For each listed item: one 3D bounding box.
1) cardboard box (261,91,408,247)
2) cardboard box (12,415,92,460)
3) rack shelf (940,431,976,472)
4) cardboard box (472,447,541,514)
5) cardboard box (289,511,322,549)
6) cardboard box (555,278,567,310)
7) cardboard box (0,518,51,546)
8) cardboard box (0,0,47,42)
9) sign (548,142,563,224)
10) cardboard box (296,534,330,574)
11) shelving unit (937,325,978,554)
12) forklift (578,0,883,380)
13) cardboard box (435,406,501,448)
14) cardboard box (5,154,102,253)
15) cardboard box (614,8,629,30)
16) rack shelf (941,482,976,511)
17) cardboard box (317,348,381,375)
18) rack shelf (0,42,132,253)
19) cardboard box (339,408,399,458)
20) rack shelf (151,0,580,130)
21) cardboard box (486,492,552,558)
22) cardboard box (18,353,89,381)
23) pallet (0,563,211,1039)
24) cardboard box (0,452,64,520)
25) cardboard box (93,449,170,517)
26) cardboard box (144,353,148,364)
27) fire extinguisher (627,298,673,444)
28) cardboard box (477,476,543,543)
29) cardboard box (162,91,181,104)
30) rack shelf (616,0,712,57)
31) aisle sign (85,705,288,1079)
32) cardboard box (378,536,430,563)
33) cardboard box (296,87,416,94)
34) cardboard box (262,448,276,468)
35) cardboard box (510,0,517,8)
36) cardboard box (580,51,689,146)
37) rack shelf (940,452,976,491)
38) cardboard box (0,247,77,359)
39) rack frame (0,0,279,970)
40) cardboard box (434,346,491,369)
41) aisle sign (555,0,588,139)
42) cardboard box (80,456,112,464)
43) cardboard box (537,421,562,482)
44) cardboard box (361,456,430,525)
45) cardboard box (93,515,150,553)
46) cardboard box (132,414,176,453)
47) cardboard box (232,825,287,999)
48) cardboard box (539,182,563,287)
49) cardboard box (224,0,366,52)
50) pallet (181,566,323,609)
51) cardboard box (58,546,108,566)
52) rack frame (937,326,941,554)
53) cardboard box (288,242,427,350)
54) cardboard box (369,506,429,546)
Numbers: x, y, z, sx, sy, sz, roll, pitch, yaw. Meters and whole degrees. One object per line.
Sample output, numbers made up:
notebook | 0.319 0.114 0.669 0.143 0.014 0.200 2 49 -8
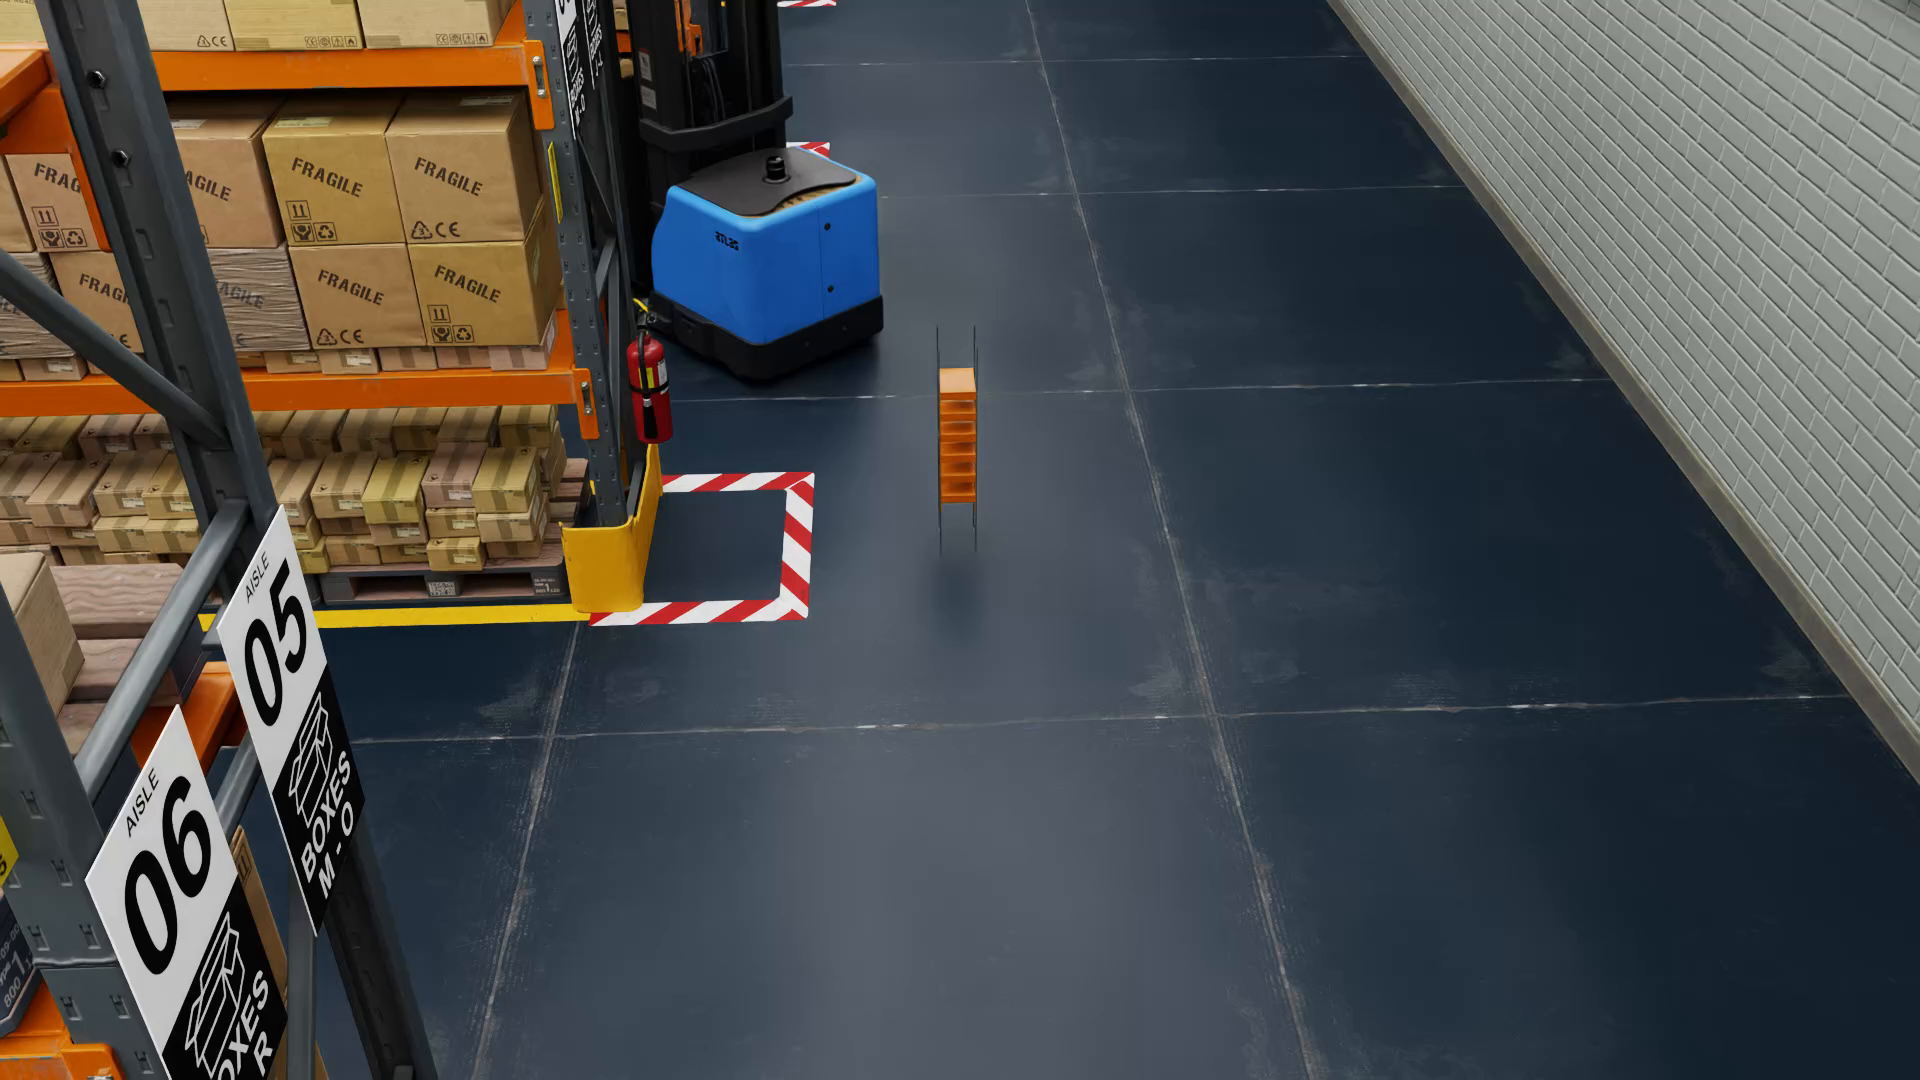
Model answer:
cardboard box | -2.656 -1.616 7.222 0.500 0.500 0.500 -3 35 -4
cardboard box | -4.592 -0.507 8.460 0.250 0.149 0.380 0 35 -1
rack shelf | -0.014 -0.456 8.433 0.180 0.103 0.258 -2 35 -2
cardboard box | -2.221 -0.296 8.155 0.250 0.149 0.380 -1 35 -2
cardboard box | -3.253 -0.119 8.161 0.250 0.149 0.380 -1 35 -2
cardboard box | -2.043 -1.283 8.189 0.250 0.149 0.380 -2 35 -3
cardboard box | -4.562 -0.142 8.195 0.250 0.149 0.380 -3 35 -5
cardboard box | -3.682 -2.169 6.744 0.500 0.250 0.500 0 35 0
sign | -1.698 -1.499 6.985 0.005 0.325 0.100 -2 35 -2
cardboard box | -3.238 0.003 8.247 0.250 0.149 0.380 -3 35 -4
shelving unit | -0.014 -0.493 8.408 0.189 1.200 0.258 -2 35 -2
forklift | -1.872 -2.912 10.382 1.130 2.935 3.031 -29 44 -35
cardboard box | -2.513 -0.557 8.533 0.250 0.149 0.380 -1 35 -1
cardboard box | -3.703 -1.581 7.171 0.500 0.500 0.500 -3 35 -4
cardboard box | -2.438 -3.723 11.715 0.250 0.149 0.380 -1 35 -2
rack shelf | -0.014 -0.259 8.570 0.180 0.103 0.258 -2 35 -2
cardboard box | -2.770 -0.915 7.658 0.250 0.149 0.380 -1 35 -1
rack shelf | -3.367 -0.351 2.333 4.000 0.370 1.077 -2 35 -2
cardboard box | -3.015 -0.570 8.550 0.250 0.149 0.380 -3 35 -5
rack shelf | -3.702 -2.093 7.134 4.000 0.370 1.077 -2 35 -2
cardboard box | -2.220 -0.077 8.361 0.250 0.149 0.380 -1 35 -1
cardboard box | -4.088 -0.883 7.610 0.250 0.149 0.380 0 35 0
pallet | -2.109 0.431 2.933 1.213 0.211 1.003 -2 35 -2
cardboard box | -4.558 -0.266 8.112 0.250 0.149 0.380 -2 35 -3
cardboard box | -4.032 -0.281 8.134 0.250 0.149 0.380 -3 35 -4
cardboard box | -3.572 -0.935 7.686 0.250 0.149 0.380 -1 35 -1
fire extinguisher | -1.431 -0.768 7.620 0.183 0.674 0.296 -2 35 -2
cardboard box | -2.218 -0.155 8.213 0.250 0.149 0.380 -2 35 -4
cardboard box | -3.698 -1.888 7.614 0.500 0.500 0.500 -3 35 -4
rack shelf | -3.836 -3.681 12.066 4.000 0.370 1.077 -2 35 -2
aisle sign | -1.282 0.707 2.808 0.004 0.787 0.394 -2 35 -2
cardboard box | -2.740 -0.054 8.328 0.250 0.149 0.380 -2 35 -2
cardboard box | -2.669 -1.905 7.639 0.500 0.500 0.500 -1 35 -1
cardboard box | -3.523 -0.288 8.144 0.250 0.149 0.380 -3 35 -4
cardboard box | -2.165 -2.514 7.243 0.500 0.250 0.500 0 35 -1
cardboard box | -2.473 -3.267 12.333 0.875 0.875 0.875 -2 35 -2
rack shelf | -0.014 -0.358 8.502 0.180 0.103 0.258 -2 35 -2
cardboard box | -4.194 -1.145 7.420 0.500 0.500 0.500 -2 35 -3
rack frame | -1.369 -0.865 2.092 0.127 3.000 1.000 -2 35 -2
cardboard box | -2.267 -0.951 7.709 0.250 0.149 0.380 -2 35 -2
aisle sign | -1.617 -2.109 6.878 0.004 0.787 0.394 -2 35 -2
cardboard box | -4.355 -0.414 8.587 0.250 0.149 0.380 -1 35 -1
cardboard box | -2.240 -0.464 8.659 0.250 0.149 0.380 0 35 0
cardboard box | -2.727 -0.242 8.078 0.250 0.149 0.380 -2 35 -3
cardboard box | -4.032 -0.107 8.144 0.250 0.149 0.380 -2 35 -3
cardboard box | -4.057 -0.581 8.567 0.250 0.149 0.380 -3 35 -4
cardboard box | -1.862 1.001 3.702 0.500 0.500 0.500 -2 35 -3
cardboard box | -2.166 -1.517 7.957 0.500 0.500 0.500 0 35 0
cardboard box | -2.655 -2.200 6.789 0.500 0.250 0.500 -1 35 -2
pallet | -3.809 -0.027 8.604 1.213 0.211 1.003 -2 35 -2
cardboard box | -4.291 -0.035 8.300 0.250 0.149 0.380 -3 35 -4
rack frame | -0.106 -0.491 8.404 0.006 1.200 0.240 -2 35 -2
cardboard box | -2.656 -1.203 7.503 0.500 0.500 0.500 -2 35 -3
cardboard box | -2.737 -0.140 8.192 0.250 0.149 0.380 -3 35 -4
